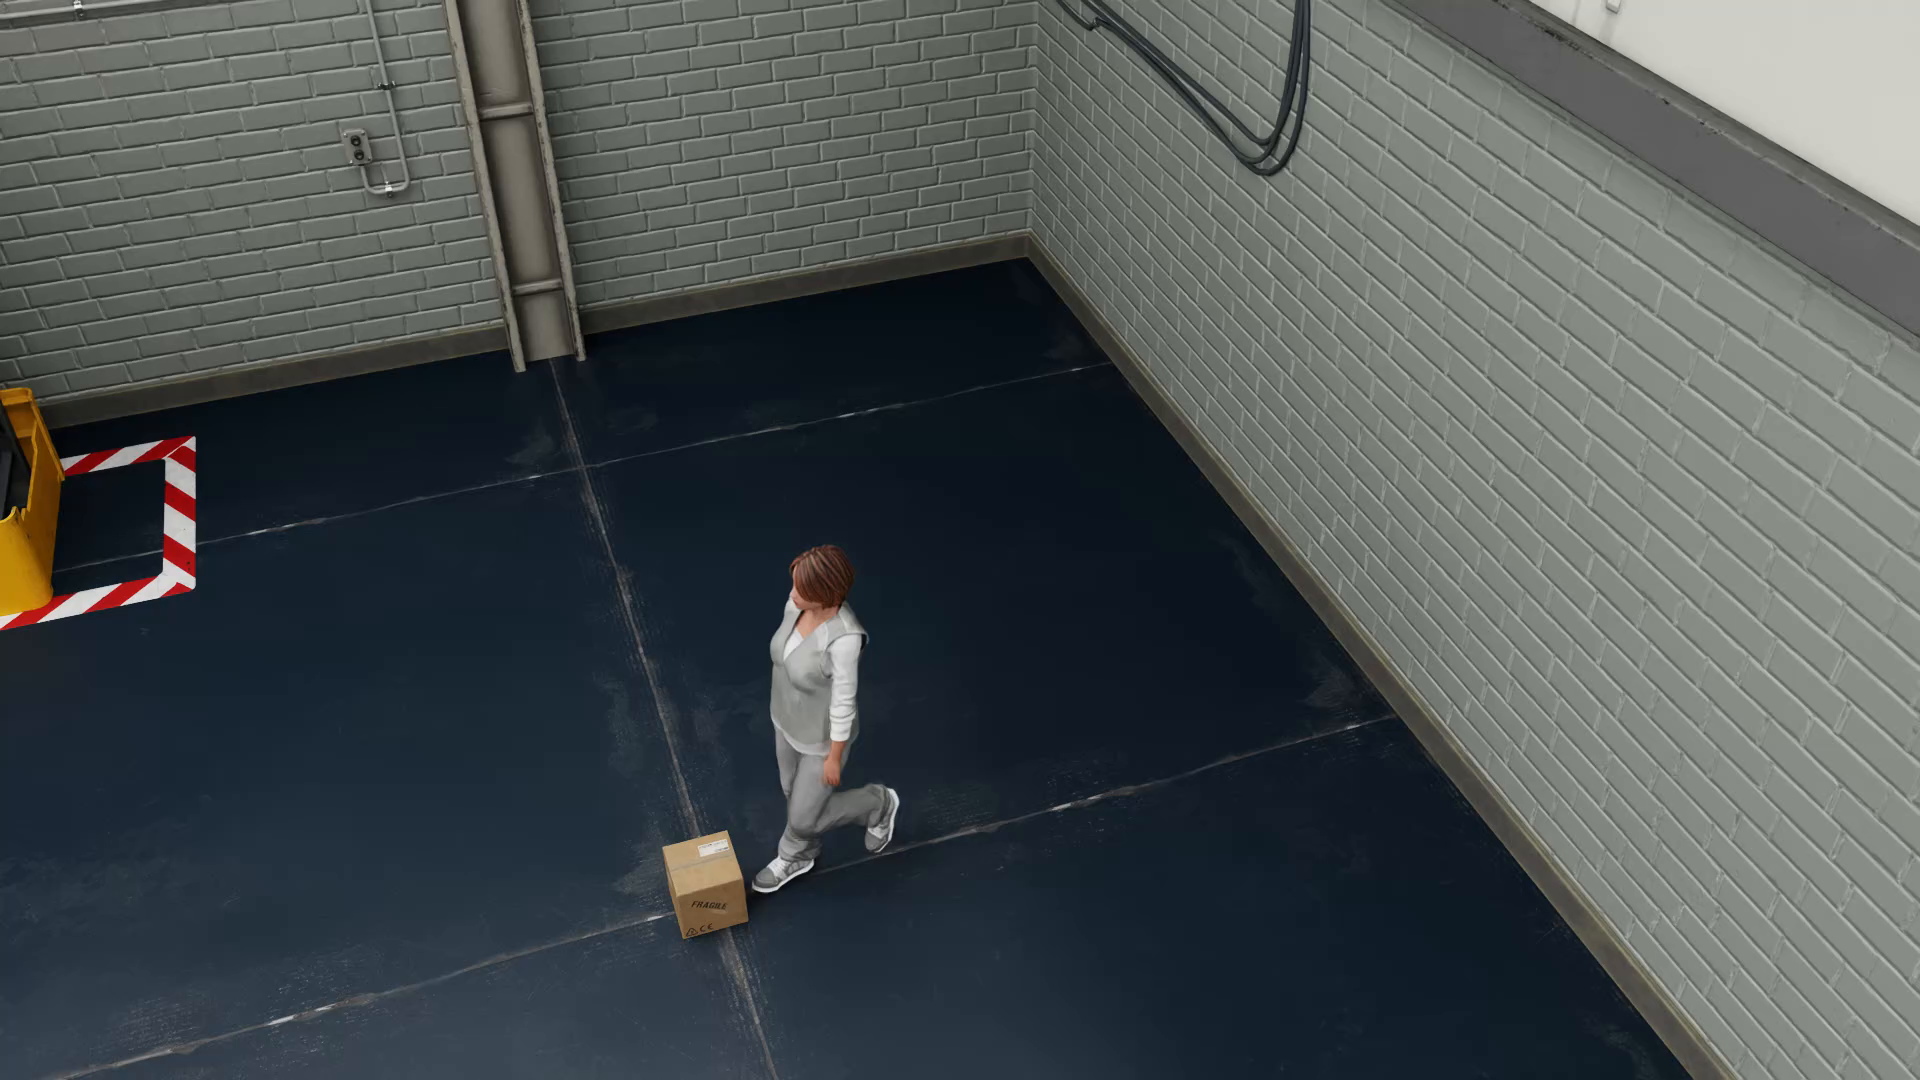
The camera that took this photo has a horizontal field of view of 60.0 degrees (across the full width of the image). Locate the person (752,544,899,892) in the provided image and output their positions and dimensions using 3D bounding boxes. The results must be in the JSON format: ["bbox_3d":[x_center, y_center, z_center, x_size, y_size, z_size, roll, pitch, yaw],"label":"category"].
[{"bbox_3d":[-0.506,0.666,5.938,0.578,1.591,0.432,-23,44,-26],"label":"person"}]
